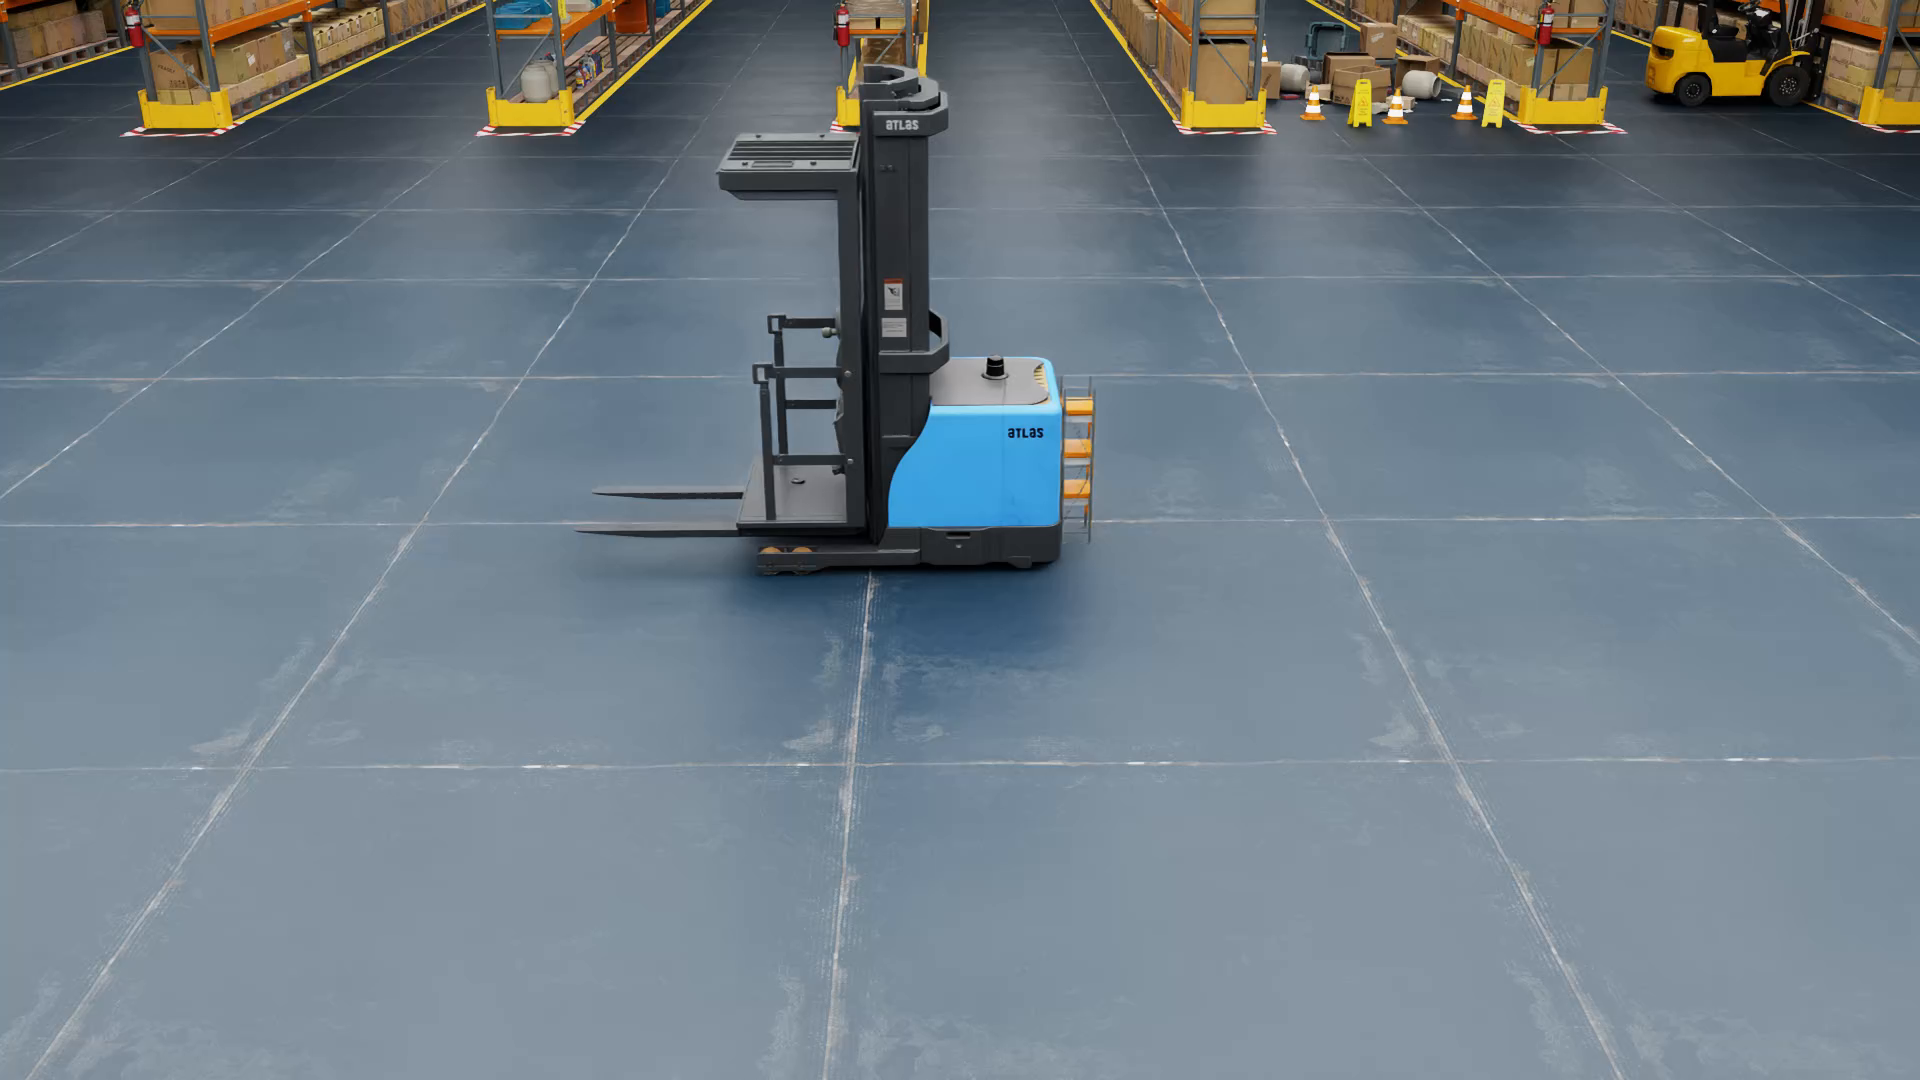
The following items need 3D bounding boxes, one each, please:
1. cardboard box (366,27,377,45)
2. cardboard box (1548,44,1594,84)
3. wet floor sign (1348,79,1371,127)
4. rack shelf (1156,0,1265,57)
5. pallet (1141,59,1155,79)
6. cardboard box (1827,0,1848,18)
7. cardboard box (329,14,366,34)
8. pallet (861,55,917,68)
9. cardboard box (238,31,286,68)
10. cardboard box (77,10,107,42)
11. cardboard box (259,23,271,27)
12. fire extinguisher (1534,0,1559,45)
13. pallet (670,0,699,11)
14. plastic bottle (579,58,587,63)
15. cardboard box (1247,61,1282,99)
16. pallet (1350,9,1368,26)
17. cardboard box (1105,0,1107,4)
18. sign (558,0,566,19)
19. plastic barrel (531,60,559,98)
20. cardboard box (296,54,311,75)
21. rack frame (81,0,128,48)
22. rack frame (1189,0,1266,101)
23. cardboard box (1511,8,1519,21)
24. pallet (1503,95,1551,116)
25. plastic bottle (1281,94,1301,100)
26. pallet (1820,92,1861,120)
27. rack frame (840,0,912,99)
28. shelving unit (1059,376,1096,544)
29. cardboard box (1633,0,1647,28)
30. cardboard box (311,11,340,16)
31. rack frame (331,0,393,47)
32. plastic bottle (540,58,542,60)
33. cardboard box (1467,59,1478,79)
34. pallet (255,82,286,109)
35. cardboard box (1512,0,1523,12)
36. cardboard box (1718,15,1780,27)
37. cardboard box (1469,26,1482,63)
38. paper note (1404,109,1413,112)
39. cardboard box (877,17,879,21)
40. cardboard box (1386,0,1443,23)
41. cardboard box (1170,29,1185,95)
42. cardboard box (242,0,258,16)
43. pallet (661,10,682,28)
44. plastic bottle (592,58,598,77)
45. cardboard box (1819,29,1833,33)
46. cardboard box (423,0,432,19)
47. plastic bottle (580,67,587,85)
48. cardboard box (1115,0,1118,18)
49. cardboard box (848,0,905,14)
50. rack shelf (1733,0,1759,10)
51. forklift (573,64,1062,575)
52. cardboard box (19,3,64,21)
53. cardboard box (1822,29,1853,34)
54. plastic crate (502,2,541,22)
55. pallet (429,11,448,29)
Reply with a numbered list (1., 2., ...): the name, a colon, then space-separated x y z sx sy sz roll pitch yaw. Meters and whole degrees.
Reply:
1. cardboard box: -10.915 -9.140 30.145 0.500 0.250 0.500 -1 24 -1
2. cardboard box: 8.995 -7.044 24.601 0.500 0.500 0.500 -1 24 -2
3. wet floor sign: 5.760 -6.280 23.853 0.267 0.644 0.232 -4 25 -10
4. rack shelf: 3.758 -7.853 25.345 1.077 0.370 4.000 0 24 -1
5. pallet: 3.652 -8.052 28.296 1.003 0.211 1.213 0 24 -1
6. cardboard box: 13.421 -8.116 24.934 0.500 0.500 0.500 -1 24 -2
7. cardboard box: -10.907 -9.186 29.568 0.500 0.311 0.500 0 24 -1
8. pallet: -1.235 -8.074 28.346 1.003 0.211 1.213 0 24 -1
9. cardboard box: -10.904 -7.659 25.961 0.500 0.500 0.500 0 24 -1
10. cardboard box: -16.067 -9.370 30.328 0.700 0.500 0.500 0 24 0
11. cardboard box: -11.438 -8.069 26.867 0.500 0.500 0.500 0 24 -1
12. fire extinguisher: 8.269 -7.336 23.423 0.296 0.674 0.183 0 24 -1
13. pallet: -6.328 -11.834 36.660 1.003 0.211 1.213 0 24 -1
14. plastic bottle: -6.028 -7.607 26.700 0.152 0.276 0.135 0 24 -1
15. cardboard box: 4.779 -7.232 26.130 0.500 0.500 0.500 4 25 9
16. pallet: 8.681 -10.777 34.322 1.003 0.211 1.213 0 24 -1
17. cardboard box: 3.317 -11.569 35.641 0.380 0.149 0.250 -1 24 -2
18. sign: -5.584 -7.480 23.313 0.100 0.325 0.005 0 24 -1
19. plastic barrel: -6.223 -6.888 24.850 0.421 0.512 0.421 0 24 0
20. cardboard box: -10.907 -7.729 27.027 0.500 0.250 0.500 0 24 -1
21. rack frame: -16.127 -10.605 30.559 1.000 3.000 0.127 0 24 -1
22. rack frame: 3.780 -7.356 23.375 1.000 3.000 0.127 0 24 -1
23. cardboard box: 8.382 -7.774 24.604 0.380 0.149 0.250 0 24 0
24. pallet: 8.754 -6.516 24.901 1.003 0.211 1.213 0 24 -1
25. plastic bottle: 5.179 -6.930 25.999 0.283 0.061 0.133 -9 26 -19
26. pallet: 13.642 -6.488 24.840 1.003 0.211 1.213 0 24 -1
27. rack frame: -1.181 -7.376 23.418 1.000 3.000 0.127 0 24 -1
28. shelving unit: 0.737 -0.506 10.594 0.215 1.050 0.252 -1 24 -2
29. cardboard box: 13.390 -10.172 32.125 0.500 0.500 0.500 -1 24 -1
30. cardboard box: -11.448 -9.390 30.017 0.500 0.311 0.500 -1 24 -2
31. rack frame: -11.174 -10.629 30.611 1.000 3.000 0.127 0 24 -1
32. plastic bottle: -6.577 -7.408 26.169 0.144 0.351 0.185 0 24 -1
33. cardboard box: 8.438 -7.543 26.614 0.500 0.250 0.500 1 24 2
34. pallet: -11.147 -6.878 25.702 1.003 0.211 1.213 0 24 -1
35. cardboard box: 8.446 -8.030 24.382 0.500 0.500 0.500 0 24 0
36. cardboard box: 13.630 -8.736 28.798 0.875 0.625 0.625 0 24 -1
37. cardboard box: 8.439 -7.884 26.458 0.500 0.500 0.500 1 24 2
38. paper note: 6.728 -6.448 24.969 0.148 0.019 0.142 -9 26 -19
39. cardboard box: -1.395 -7.790 24.638 0.380 0.149 0.250 0 24 -1
40. cardboard box: 8.717 -10.225 31.786 0.875 0.875 0.875 0 24 -1
41. cardboard box: 3.695 -7.221 25.145 0.875 0.875 0.875 -1 24 -1
42. cardboard box: -11.099 -8.208 25.138 0.700 0.500 0.500 0 24 1
43. pallet: -6.298 -10.709 34.173 1.003 0.211 1.213 0 24 -1
44. plastic bottle: -5.837 -7.554 26.575 0.061 0.283 0.133 1 24 3
45. cardboard box: 13.352 -7.870 26.124 0.500 0.250 0.500 1 24 1
46. cardboard box: -10.924 -10.726 33.326 0.500 0.500 0.500 0 24 0
47. plastic bottle: -5.846 -7.200 25.807 0.097 0.271 0.097 0 24 0
48. cardboard box: 3.399 -10.830 33.579 0.500 0.500 0.500 1 24 2
49. cardboard box: -1.160 -7.783 23.837 0.875 0.500 0.500 0 24 -1
50. rack shelf: 13.626 -9.589 29.184 1.077 0.370 4.000 0 24 -1
51. forklift: -0.897 -1.340 10.156 3.031 2.935 1.130 0 24 -1
52. cardboard box: -16.113 -9.265 29.185 0.500 0.250 0.500 0 24 -1
53. cardboard box: 13.859 -7.867 26.118 0.500 0.250 0.500 0 24 0
54. plastic crate: -6.440 -7.758 24.444 0.499 0.251 0.408 0 24 -1
55. pallet: -11.171 -10.672 34.090 1.003 0.211 1.213 0 24 -1
